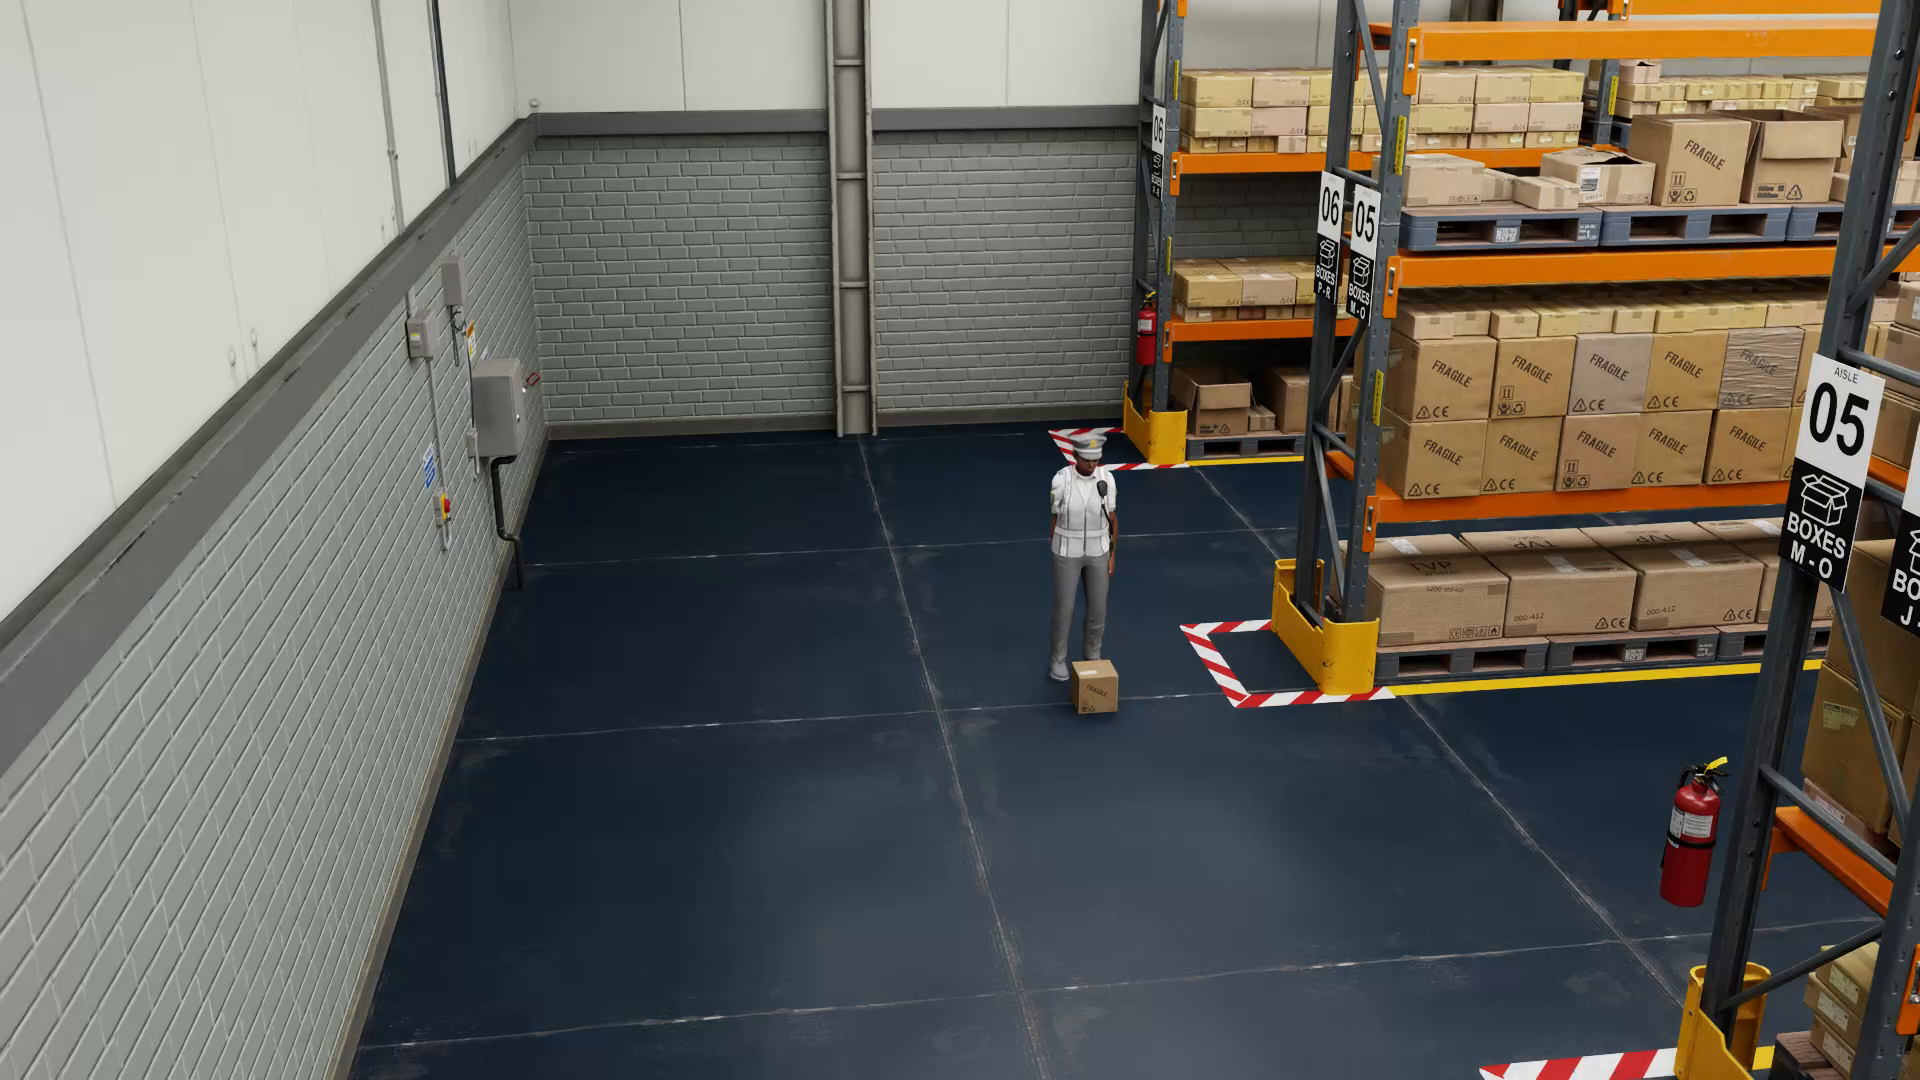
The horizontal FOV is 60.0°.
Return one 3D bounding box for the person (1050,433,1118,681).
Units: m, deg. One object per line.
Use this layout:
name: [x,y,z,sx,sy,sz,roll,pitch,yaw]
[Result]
person: [0.804,0.107,10.795,0.438,1.659,0.341,-2,20,-6]
